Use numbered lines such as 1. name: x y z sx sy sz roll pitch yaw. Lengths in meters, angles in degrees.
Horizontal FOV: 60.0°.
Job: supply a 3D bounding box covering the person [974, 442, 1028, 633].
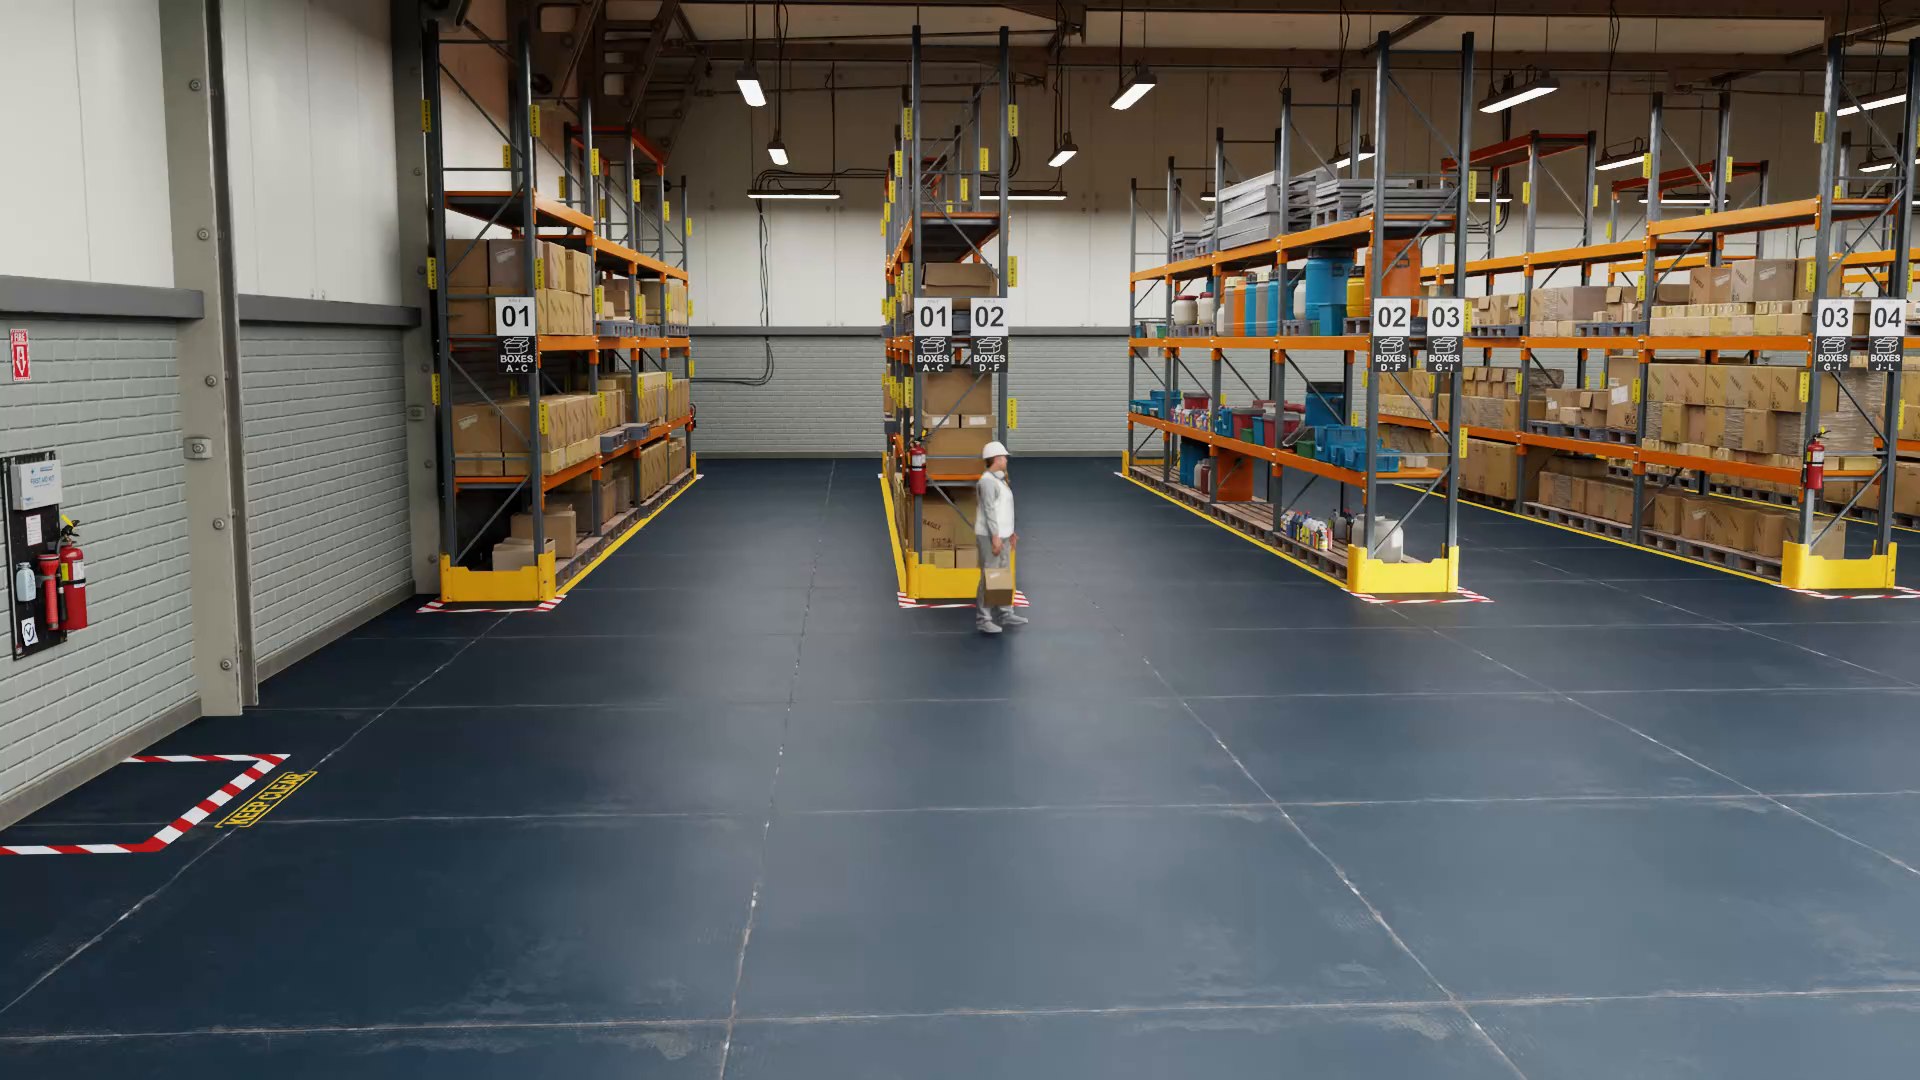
1. person: 0.384 -0.036 15.733 0.504 1.779 0.571 2 7 14
